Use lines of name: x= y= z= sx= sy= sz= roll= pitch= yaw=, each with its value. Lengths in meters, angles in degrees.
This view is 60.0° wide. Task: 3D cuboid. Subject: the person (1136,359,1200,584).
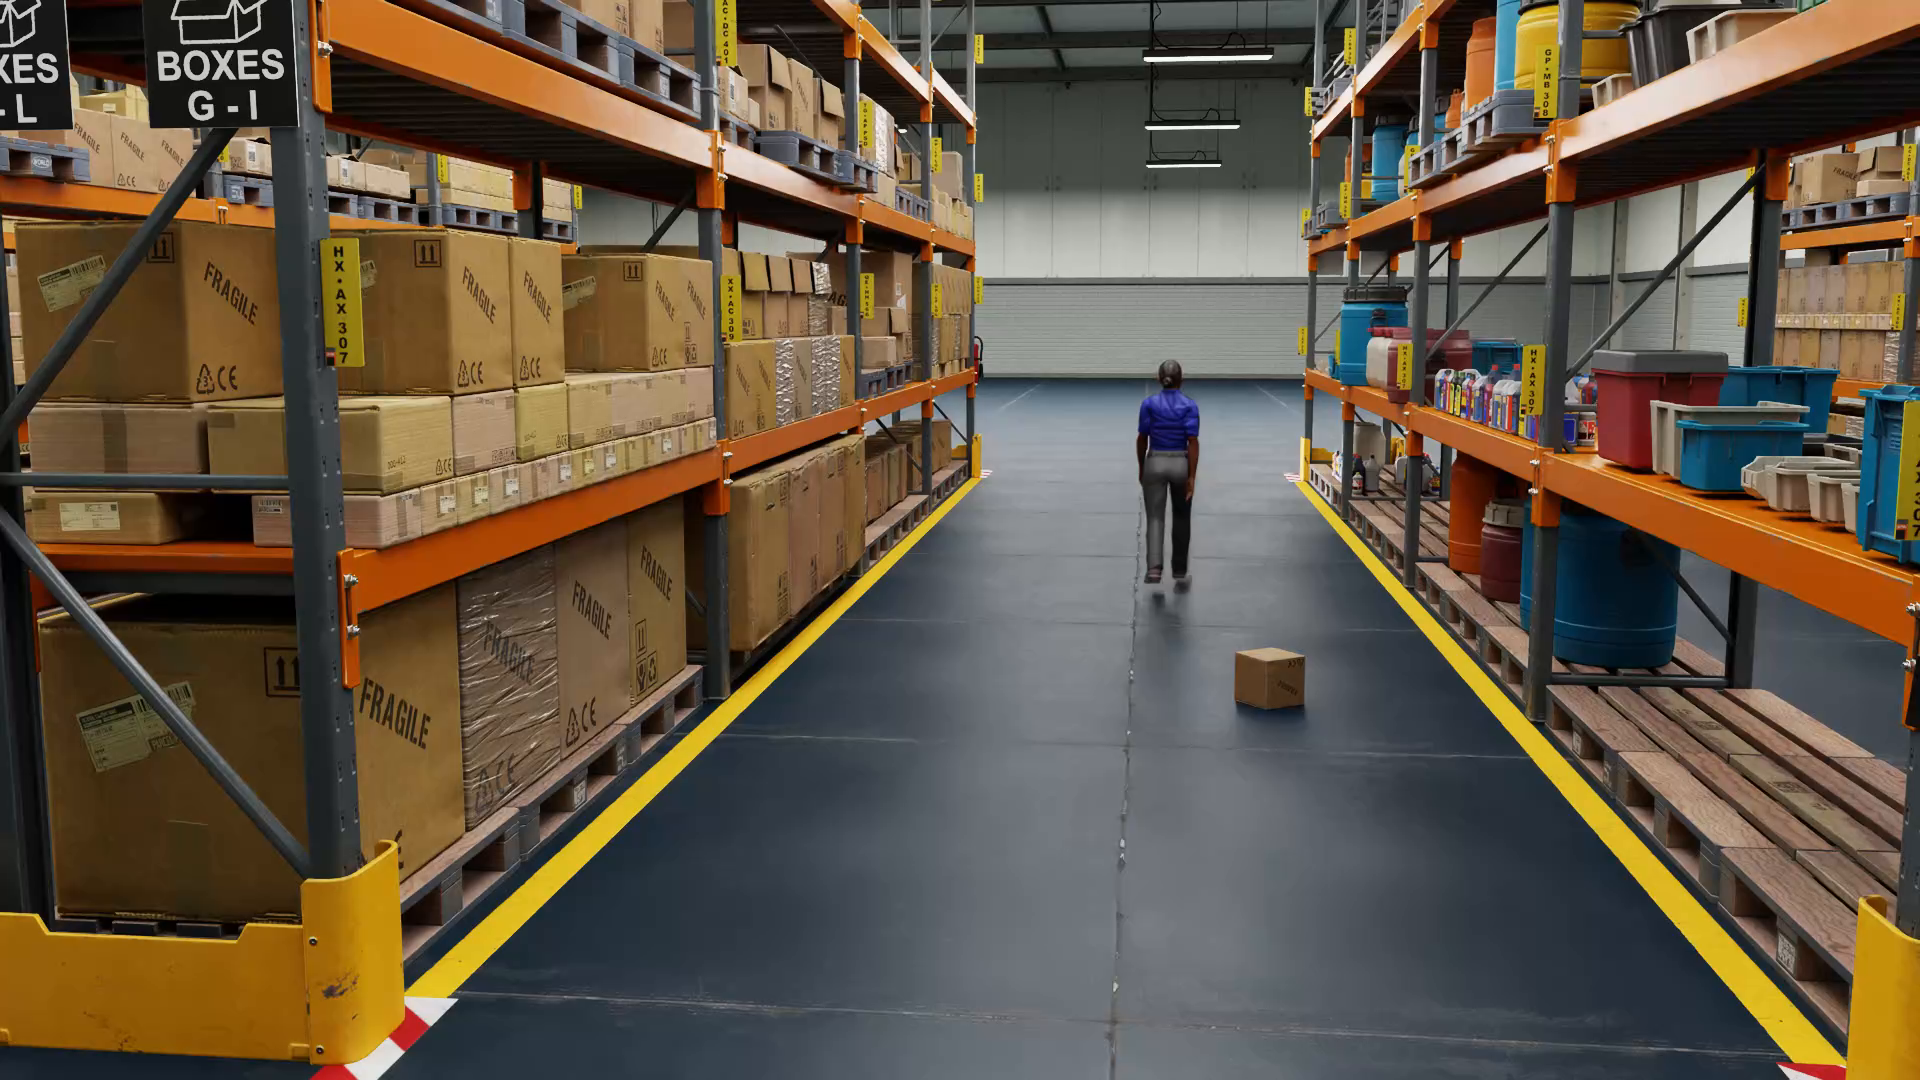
person: x=1.485 y=-0.488 z=11.907 sx=0.447 sy=1.604 sz=0.989 roll=1 pitch=8 yaw=7
